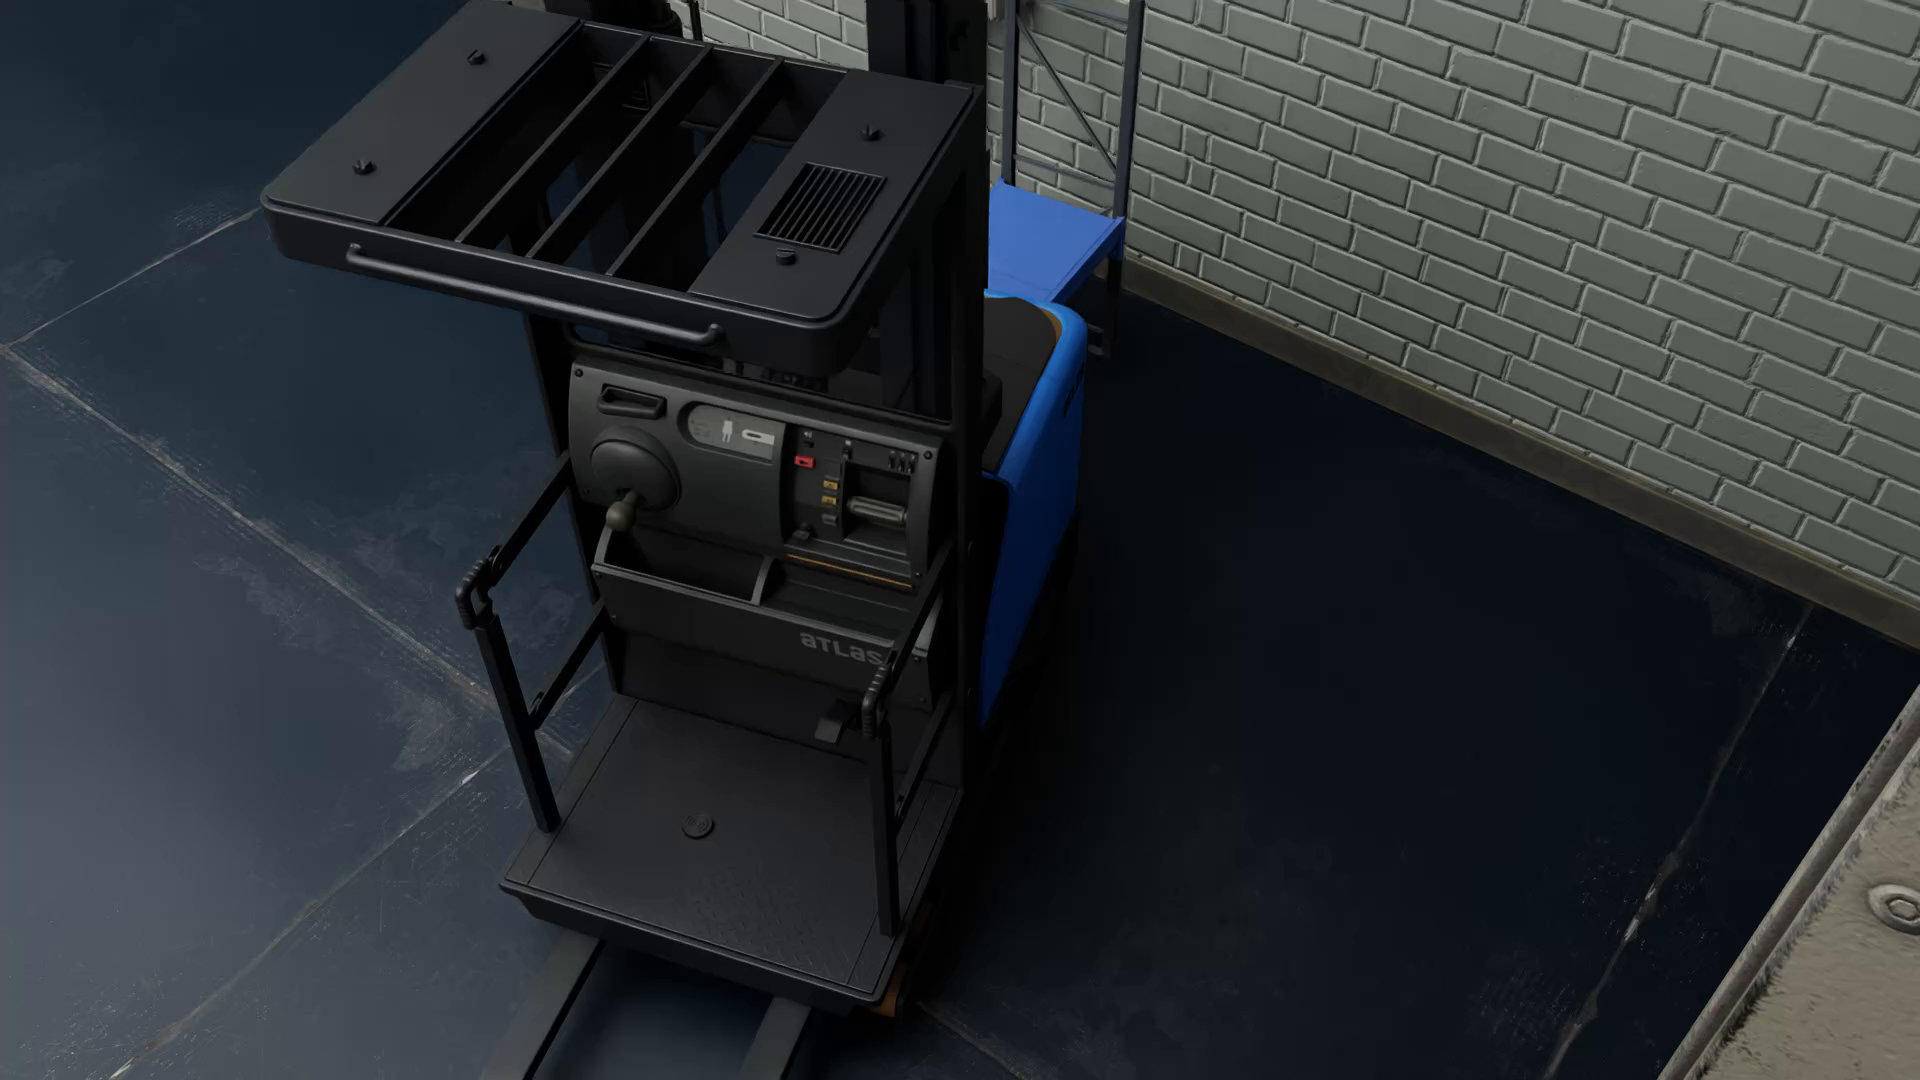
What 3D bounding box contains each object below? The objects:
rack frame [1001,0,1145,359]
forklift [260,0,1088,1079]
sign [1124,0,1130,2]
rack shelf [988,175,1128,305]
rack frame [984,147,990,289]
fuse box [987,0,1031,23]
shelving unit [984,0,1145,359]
[{"bbox_3d":[0.375,-1.317,5.971,0.500,1.500,0.032,23,50,20],"label":"rack frame"},{"bbox_3d":[-0.564,-0.060,3.780,1.130,2.935,3.031,14,48,13],"label":"forklift"},{"bbox_3d":[0.510,-2.131,5.777,0.329,0.494,0.001,29,53,25],"label":"sign"},{"bbox_3d":[0.119,-0.875,5.798,0.538,0.185,1.000,23,50,20],"label":"rack shelf"},{"bbox_3d":[-0.138,-0.682,5.364,0.500,1.500,0.032,23,50,20],"label":"rack frame"},{"bbox_3d":[-0.007,-1.819,6.304,0.539,1.711,0.414,29,53,25],"label":"fuse box"},{"bbox_3d":[0.119,-0.999,5.668,0.538,1.500,1.048,23,50,20],"label":"shelving unit"}]
